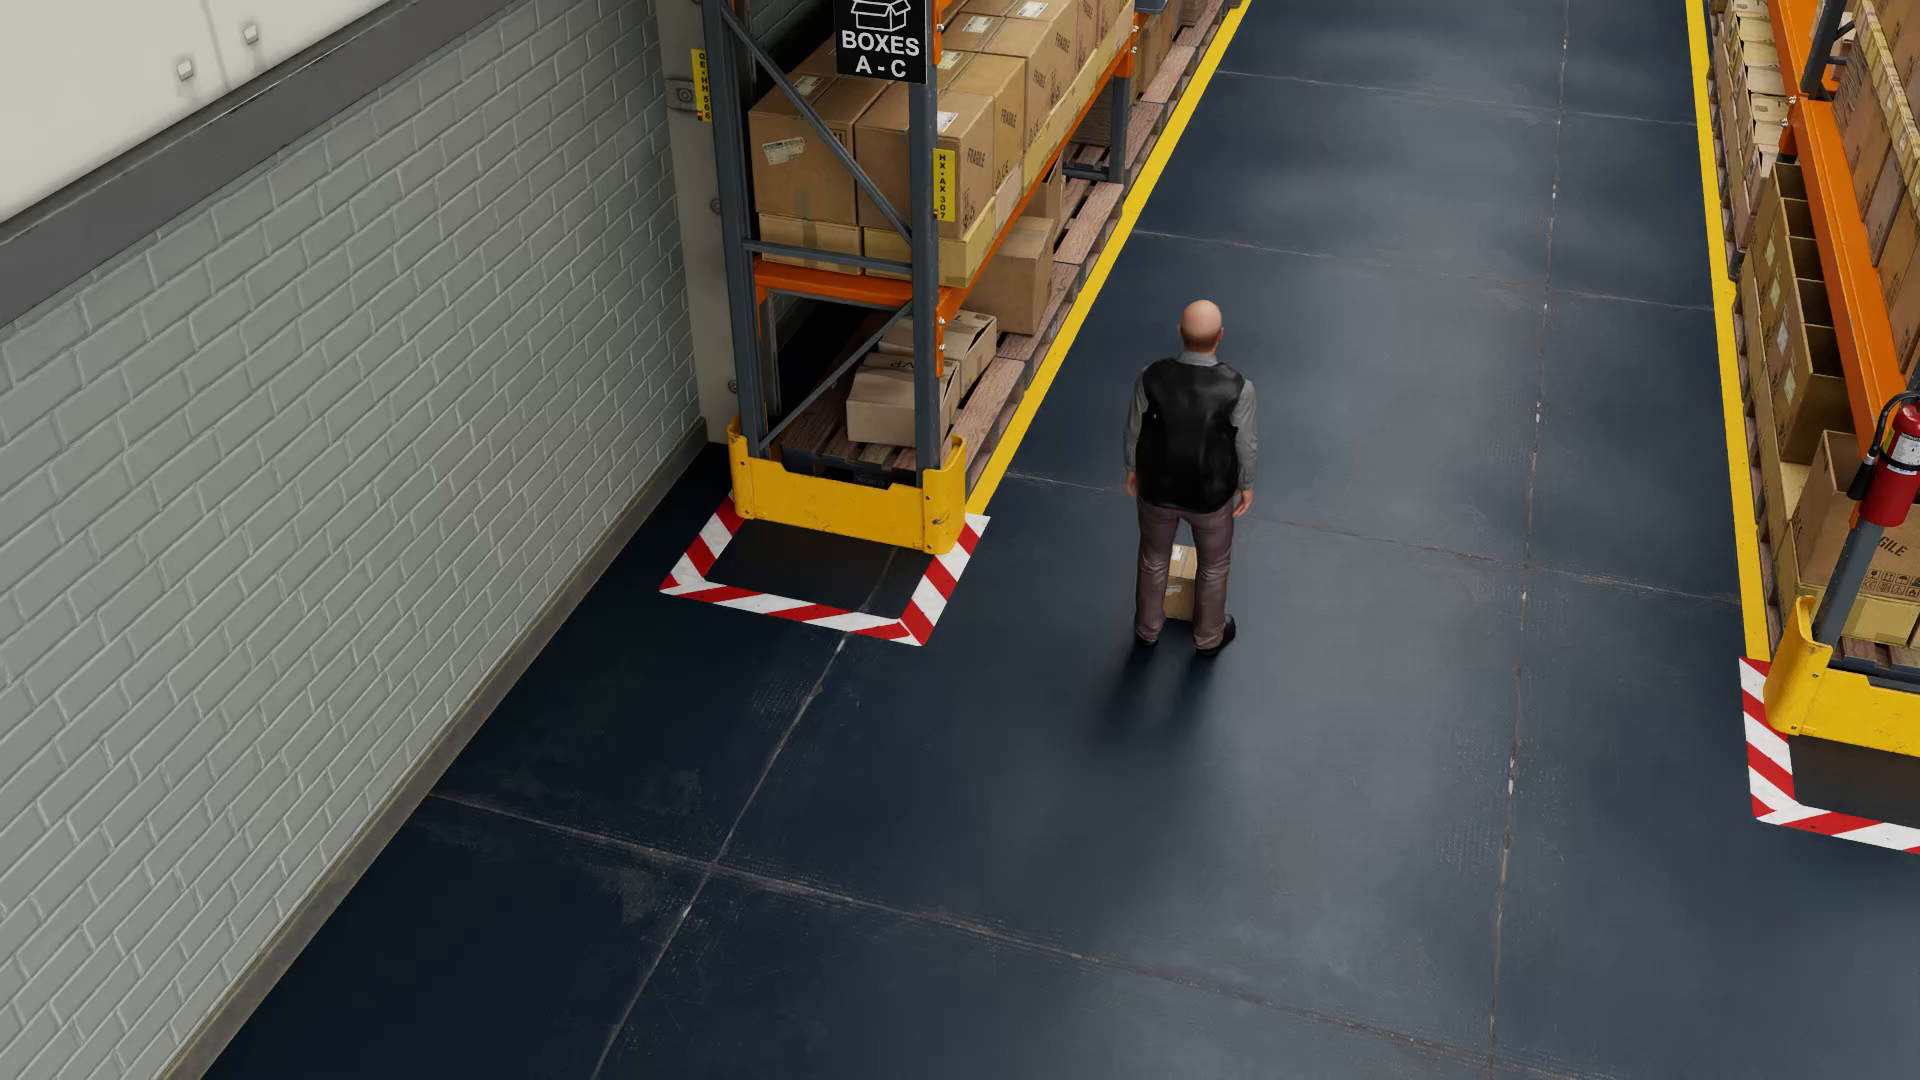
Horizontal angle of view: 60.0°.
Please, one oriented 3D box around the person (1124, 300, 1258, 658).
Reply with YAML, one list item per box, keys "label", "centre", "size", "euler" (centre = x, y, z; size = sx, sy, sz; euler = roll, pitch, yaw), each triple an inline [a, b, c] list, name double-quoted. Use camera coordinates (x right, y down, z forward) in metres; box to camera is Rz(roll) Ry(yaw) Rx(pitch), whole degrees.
- label: "person"
  centre: [0.983, -0.226, 7.213]
  size: [0.580, 1.721, 0.416]
  euler: [11, 38, 14]
